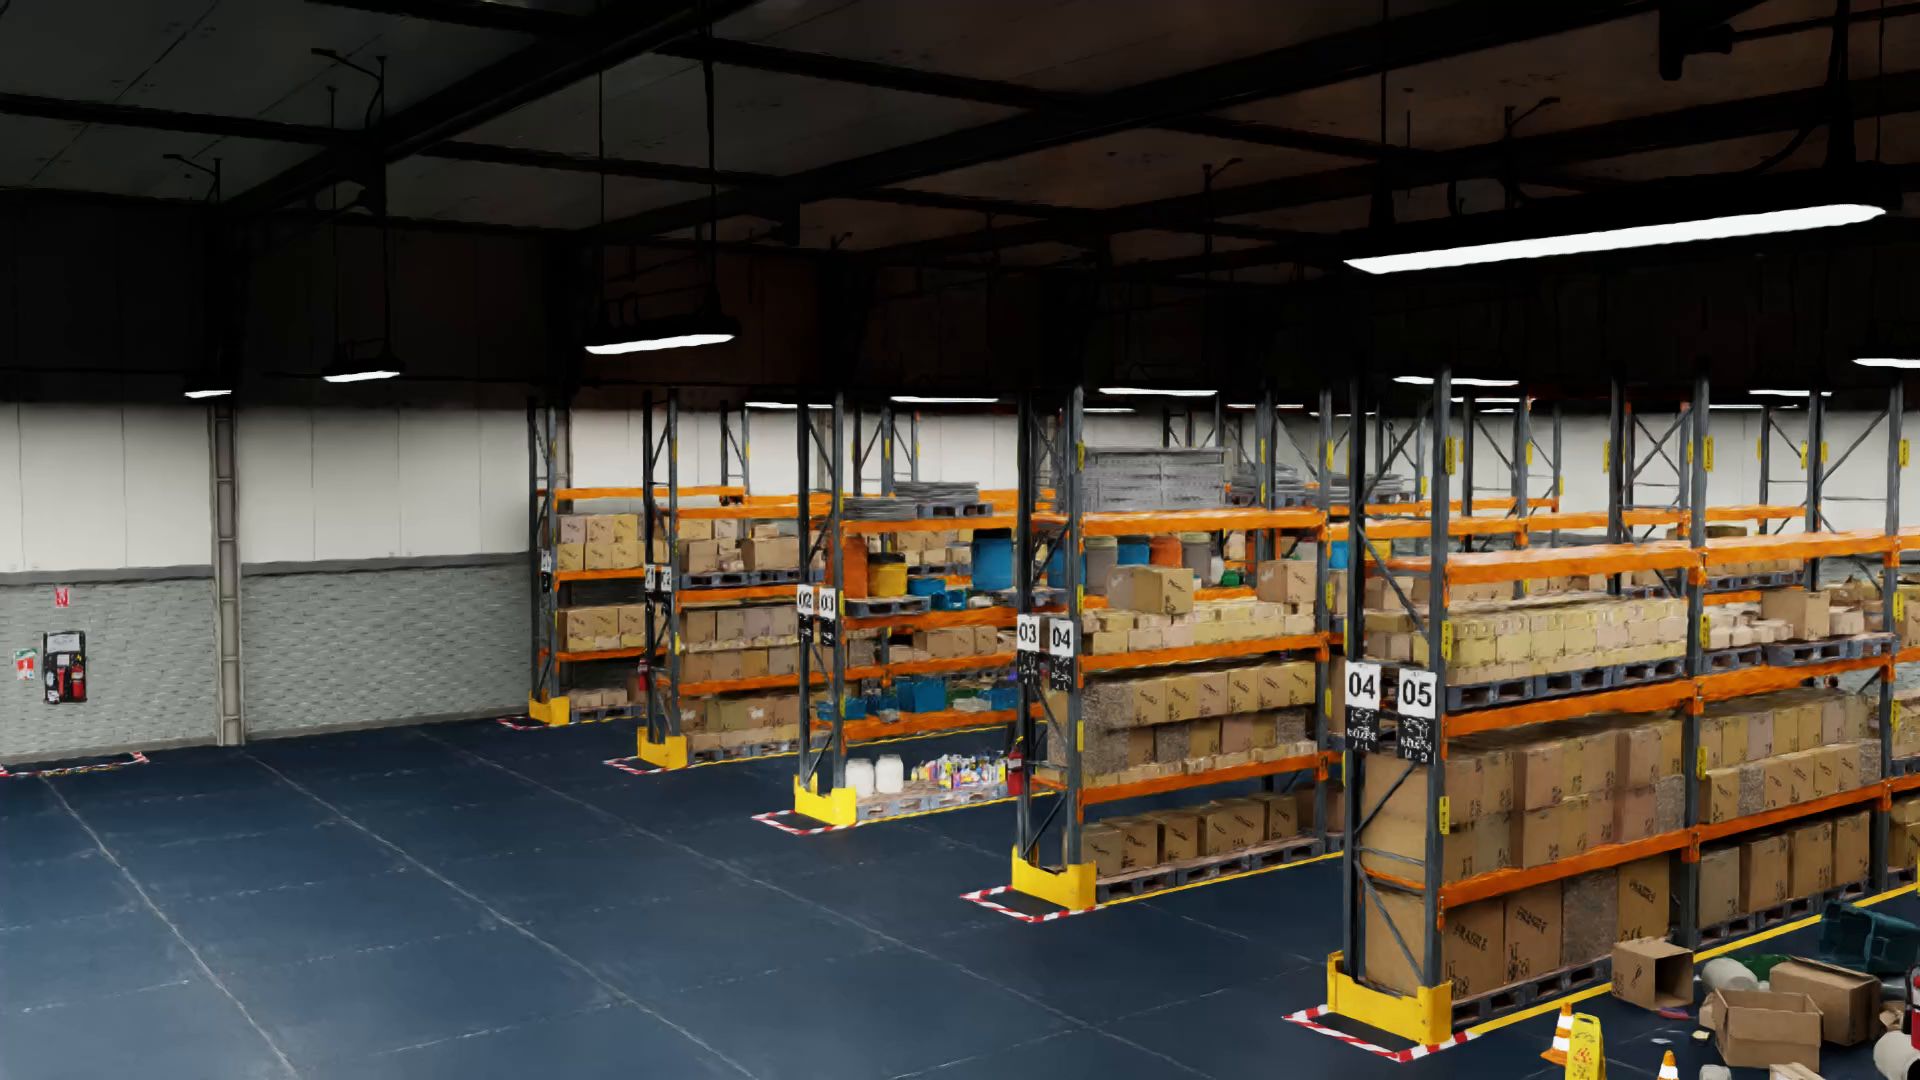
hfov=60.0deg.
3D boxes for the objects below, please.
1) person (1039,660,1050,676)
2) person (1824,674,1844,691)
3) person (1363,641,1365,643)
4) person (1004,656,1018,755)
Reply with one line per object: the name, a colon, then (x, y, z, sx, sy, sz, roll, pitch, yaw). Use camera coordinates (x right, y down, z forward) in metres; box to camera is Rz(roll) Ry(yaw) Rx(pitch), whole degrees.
person: (1.787, 2.357, 34.893, 0.519, 1.508, 0.566, -3, 4, -39)
person: (13.694, 2.860, 26.134, 1.037, 1.491, 0.417, -2, 4, -33)
person: (9.115, 2.097, 36.651, 0.616, 1.780, 0.598, 0, 3, 0)
person: (0.952, 2.722, 27.114, 0.414, 1.666, 0.507, 1, 4, 23)
